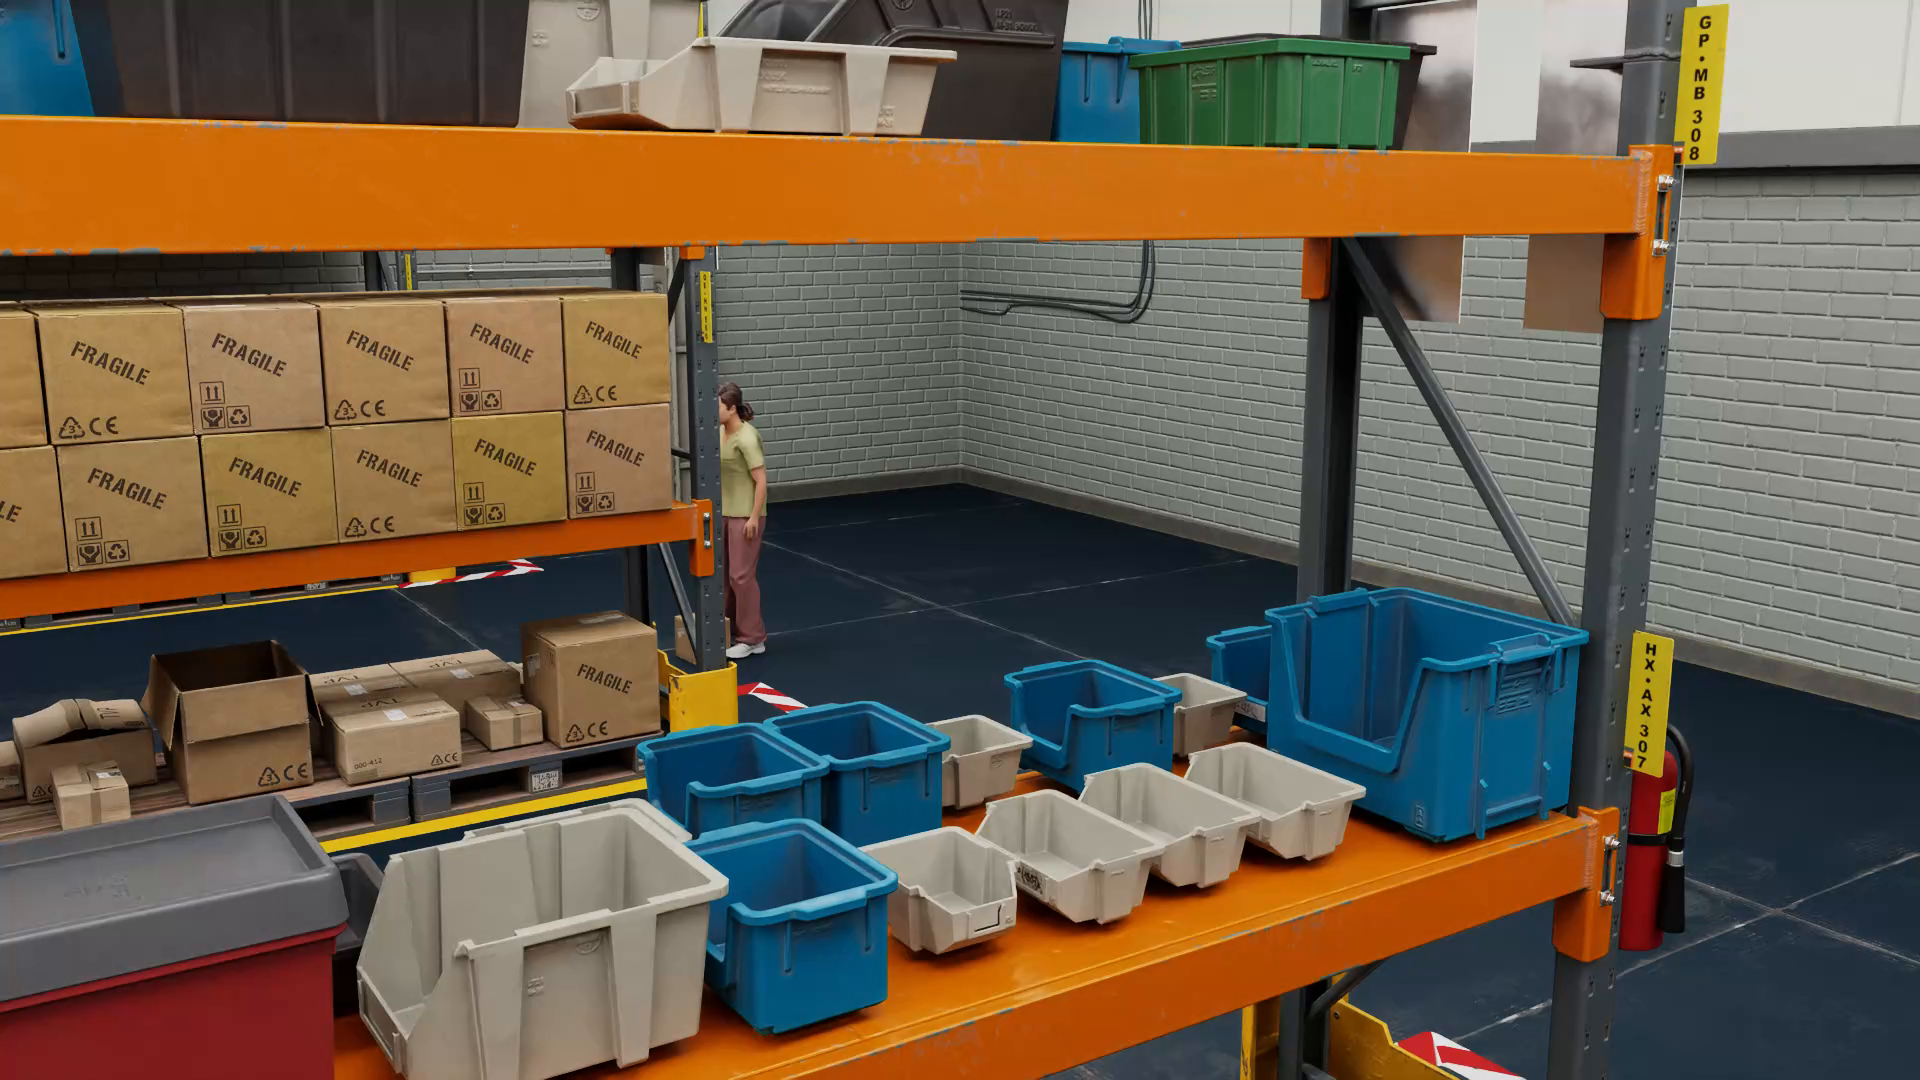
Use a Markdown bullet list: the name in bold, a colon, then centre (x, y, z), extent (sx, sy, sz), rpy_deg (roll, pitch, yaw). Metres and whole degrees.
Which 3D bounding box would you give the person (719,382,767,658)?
- **person**: centre (-1.361, -0.133, 10.107), extent (0.353, 1.672, 0.508), rpy_deg (-8, 14, -34)
